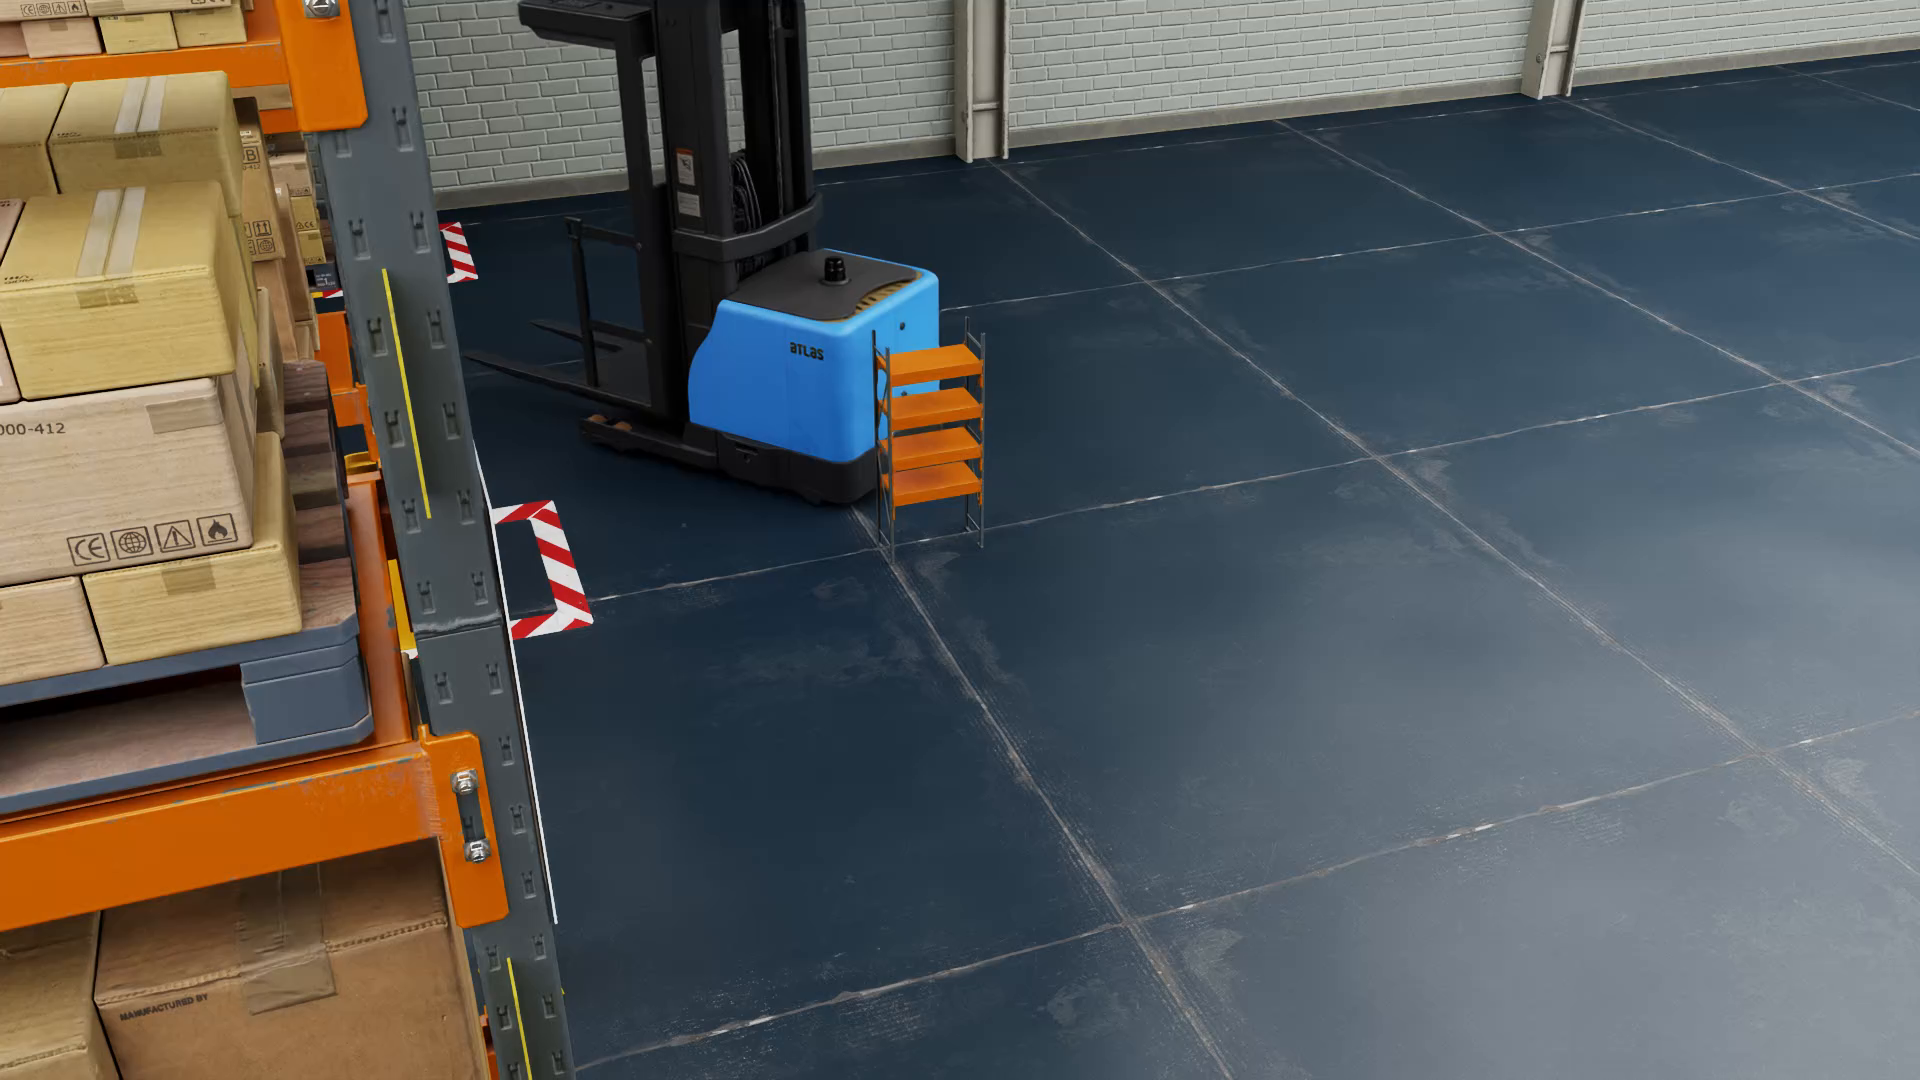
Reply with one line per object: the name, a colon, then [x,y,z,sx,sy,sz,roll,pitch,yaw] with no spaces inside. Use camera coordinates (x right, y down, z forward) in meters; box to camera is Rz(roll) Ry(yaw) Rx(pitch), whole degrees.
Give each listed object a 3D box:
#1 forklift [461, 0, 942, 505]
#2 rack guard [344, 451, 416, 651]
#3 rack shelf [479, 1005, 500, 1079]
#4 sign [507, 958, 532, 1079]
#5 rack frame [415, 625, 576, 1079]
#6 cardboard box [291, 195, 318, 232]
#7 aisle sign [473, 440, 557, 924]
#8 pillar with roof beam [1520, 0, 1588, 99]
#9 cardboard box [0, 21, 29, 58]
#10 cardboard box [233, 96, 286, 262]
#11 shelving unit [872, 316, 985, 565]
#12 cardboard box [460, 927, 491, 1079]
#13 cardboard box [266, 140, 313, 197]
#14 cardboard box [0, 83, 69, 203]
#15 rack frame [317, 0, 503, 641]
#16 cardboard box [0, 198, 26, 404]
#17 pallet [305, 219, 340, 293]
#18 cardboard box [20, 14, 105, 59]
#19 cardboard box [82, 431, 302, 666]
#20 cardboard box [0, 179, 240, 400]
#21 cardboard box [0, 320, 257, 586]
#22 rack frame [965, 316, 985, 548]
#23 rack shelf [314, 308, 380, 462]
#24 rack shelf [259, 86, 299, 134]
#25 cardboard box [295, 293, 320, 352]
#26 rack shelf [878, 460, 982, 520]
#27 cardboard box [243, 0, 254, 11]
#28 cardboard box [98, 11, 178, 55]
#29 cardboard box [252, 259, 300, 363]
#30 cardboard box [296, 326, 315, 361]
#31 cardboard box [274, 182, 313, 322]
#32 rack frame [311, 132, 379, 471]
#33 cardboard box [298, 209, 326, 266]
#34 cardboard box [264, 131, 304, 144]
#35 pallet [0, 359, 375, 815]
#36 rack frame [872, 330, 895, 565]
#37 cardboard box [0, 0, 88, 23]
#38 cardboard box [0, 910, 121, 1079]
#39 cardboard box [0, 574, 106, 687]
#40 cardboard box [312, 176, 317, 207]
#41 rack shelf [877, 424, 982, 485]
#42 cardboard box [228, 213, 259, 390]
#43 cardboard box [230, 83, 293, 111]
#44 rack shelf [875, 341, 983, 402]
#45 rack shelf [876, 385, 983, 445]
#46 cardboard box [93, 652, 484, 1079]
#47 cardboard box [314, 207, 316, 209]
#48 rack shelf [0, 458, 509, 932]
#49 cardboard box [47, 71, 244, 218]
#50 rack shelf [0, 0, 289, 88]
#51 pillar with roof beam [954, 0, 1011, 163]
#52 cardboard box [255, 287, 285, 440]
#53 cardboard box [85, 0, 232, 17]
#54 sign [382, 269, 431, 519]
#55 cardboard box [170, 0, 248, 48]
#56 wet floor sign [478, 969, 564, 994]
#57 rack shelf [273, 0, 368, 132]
forklift: [-1.632,-1.995,9.291,3.031,2.935,1.130,16,34,26]
rack guard: [-2.804,0.028,8.196,0.348,0.500,1.175,-10,31,-18]
rack shelf: [-2.786,1.866,3.172,4.000,0.370,1.077,-10,31,-18]
sign: [-0.736,0.856,2.809,0.005,0.325,0.100,-10,31,-18]
rack frame: [-0.912,1.208,3.600,0.127,3.000,1.000,-10,31,-18]
cardboard box: [-4.814,-2.350,11.692,0.500,0.250,0.500,-11,31,-18]
aisle sign: [-0.741,0.205,2.734,0.004,0.787,0.394,-10,31,-18]
pillar with roof beam: [7.314,-6.352,10.809,0.400,9.000,9.100,-10,31,-18]
cardboard box: [-3.713,-1.973,6.407,0.250,0.149,0.380,-10,31,-17]
cardboard box: [-3.135,-1.489,6.922,0.500,0.500,0.700,-11,32,-19]
shelving unit: [-0.155,-0.493,8.403,0.503,1.200,0.258,-10,31,-18]
cardboard box: [-1.244,1.228,3.413,0.550,0.550,0.875,-10,31,-18]
cardboard box: [-4.790,-2.572,11.577,0.500,0.250,0.500,-9,31,-16]
cardboard box: [-1.571,-0.606,2.676,0.250,0.149,0.380,-10,31,-17]
rack frame: [-0.912,-1.399,2.115,0.127,3.000,1.000,-10,31,-18]
cardboard box: [-1.344,-0.301,2.141,0.250,0.149,0.380,-10,31,-17]
pallet: [-5.169,-2.011,12.066,1.213,0.211,1.003,-10,31,-18]
cardboard box: [-3.452,-1.986,6.429,0.250,0.149,0.380,-9,31,-16]
cardboard box: [-1.105,0.002,2.414,0.250,0.149,0.380,-11,31,-18]
cardboard box: [-1.109,-0.343,2.215,0.250,0.149,0.380,-10,31,-17]
cardboard box: [-1.273,-0.171,2.316,0.500,0.250,0.500,-10,31,-17]
rack frame: [0.074,-0.535,8.477,0.015,1.200,0.240,-10,31,-18]
rack shelf: [-4.607,-0.414,7.172,4.000,0.370,1.077,-10,31,-18]
rack shelf: [-6.341,-2.716,11.213,4.000,0.370,1.077,-10,31,-18]
cardboard box: [-3.123,-1.000,7.728,0.250,0.149,0.380,-10,31,-17]
rack shelf: [-0.155,-0.262,8.534,0.480,0.148,0.258,-10,31,-18]
cardboard box: [-3.157,-2.359,7.084,0.250,0.149,0.380,-10,31,-18]
cardboard box: [-3.191,-2.016,6.482,0.250,0.149,0.380,-10,31,-17]
cardboard box: [-3.145,-1.023,7.113,0.500,0.500,0.500,-11,31,-19]
cardboard box: [-3.008,-0.798,7.375,0.250,0.149,0.380,-9,31,-16]
cardboard box: [-3.273,-1.291,7.584,0.500,0.500,0.500,-11,31,-18]
rack frame: [-2.733,-1.071,7.600,0.127,3.000,1.000,-10,31,-18]
cardboard box: [-4.797,-2.134,11.818,0.500,0.250,0.500,-10,31,-17]
cardboard box: [-4.983,-2.801,11.979,0.500,0.250,0.500,-11,31,-18]
pallet: [-1.603,0.076,2.646,1.213,0.211,1.003,-10,31,-18]
rack frame: [-0.384,-0.451,8.329,0.015,1.200,0.240,-10,31,-18]
cardboard box: [-3.595,-2.145,6.306,0.500,0.250,0.500,-11,31,-18]
cardboard box: [-1.756,0.857,2.973,0.550,0.550,0.875,-10,31,-18]
cardboard box: [-1.342,0.045,2.338,0.250,0.149,0.380,-10,31,-17]
cardboard box: [-4.980,-2.594,12.121,0.500,0.250,0.500,-10,31,-17]
rack shelf: [-0.155,-0.434,8.436,0.480,0.148,0.258,-10,31,-18]
cardboard box: [-1.454,-0.421,2.755,0.500,0.250,0.500,-11,31,-18]
cardboard box: [-4.837,-3.210,11.254,0.500,0.500,0.500,-11,32,-19]
rack shelf: [-0.155,-0.834,8.208,0.480,0.148,0.258,-10,31,-18]
rack shelf: [-0.155,-0.629,8.325,0.480,0.148,0.258,-10,31,-18]
cardboard box: [-1.273,0.720,3.215,0.550,0.550,0.875,-10,31,-18]
cardboard box: [-4.995,-2.367,12.228,0.500,0.250,0.500,-10,31,-17]
rack shelf: [-2.786,0.562,2.429,4.000,0.370,1.077,-10,31,-18]
cardboard box: [-1.336,-0.649,2.751,0.250,0.149,0.380,-10,31,-17]
rack shelf: [-4.607,-1.717,6.430,4.000,0.370,1.077,-10,31,-18]
pillar with roof beam: [1.691,-5.317,8.991,0.400,9.000,9.100,-10,31,-18]
cardboard box: [-1.345,-0.302,2.948,0.250,0.149,0.380,-10,31,-17]
cardboard box: [-3.118,-2.225,6.447,0.500,0.250,0.500,-11,31,-18]
sign: [-0.736,-0.192,2.212,0.005,0.325,0.100,-10,31,-18]
cardboard box: [-2.969,-2.074,6.584,0.250,0.149,0.380,-10,31,-17]
wet floor sign: [-1.575,1.307,5.804,0.232,0.644,0.267,-16,33,-26]
rack shelf: [-2.786,-0.567,1.786,4.000,0.370,1.077,-10,31,-18]
